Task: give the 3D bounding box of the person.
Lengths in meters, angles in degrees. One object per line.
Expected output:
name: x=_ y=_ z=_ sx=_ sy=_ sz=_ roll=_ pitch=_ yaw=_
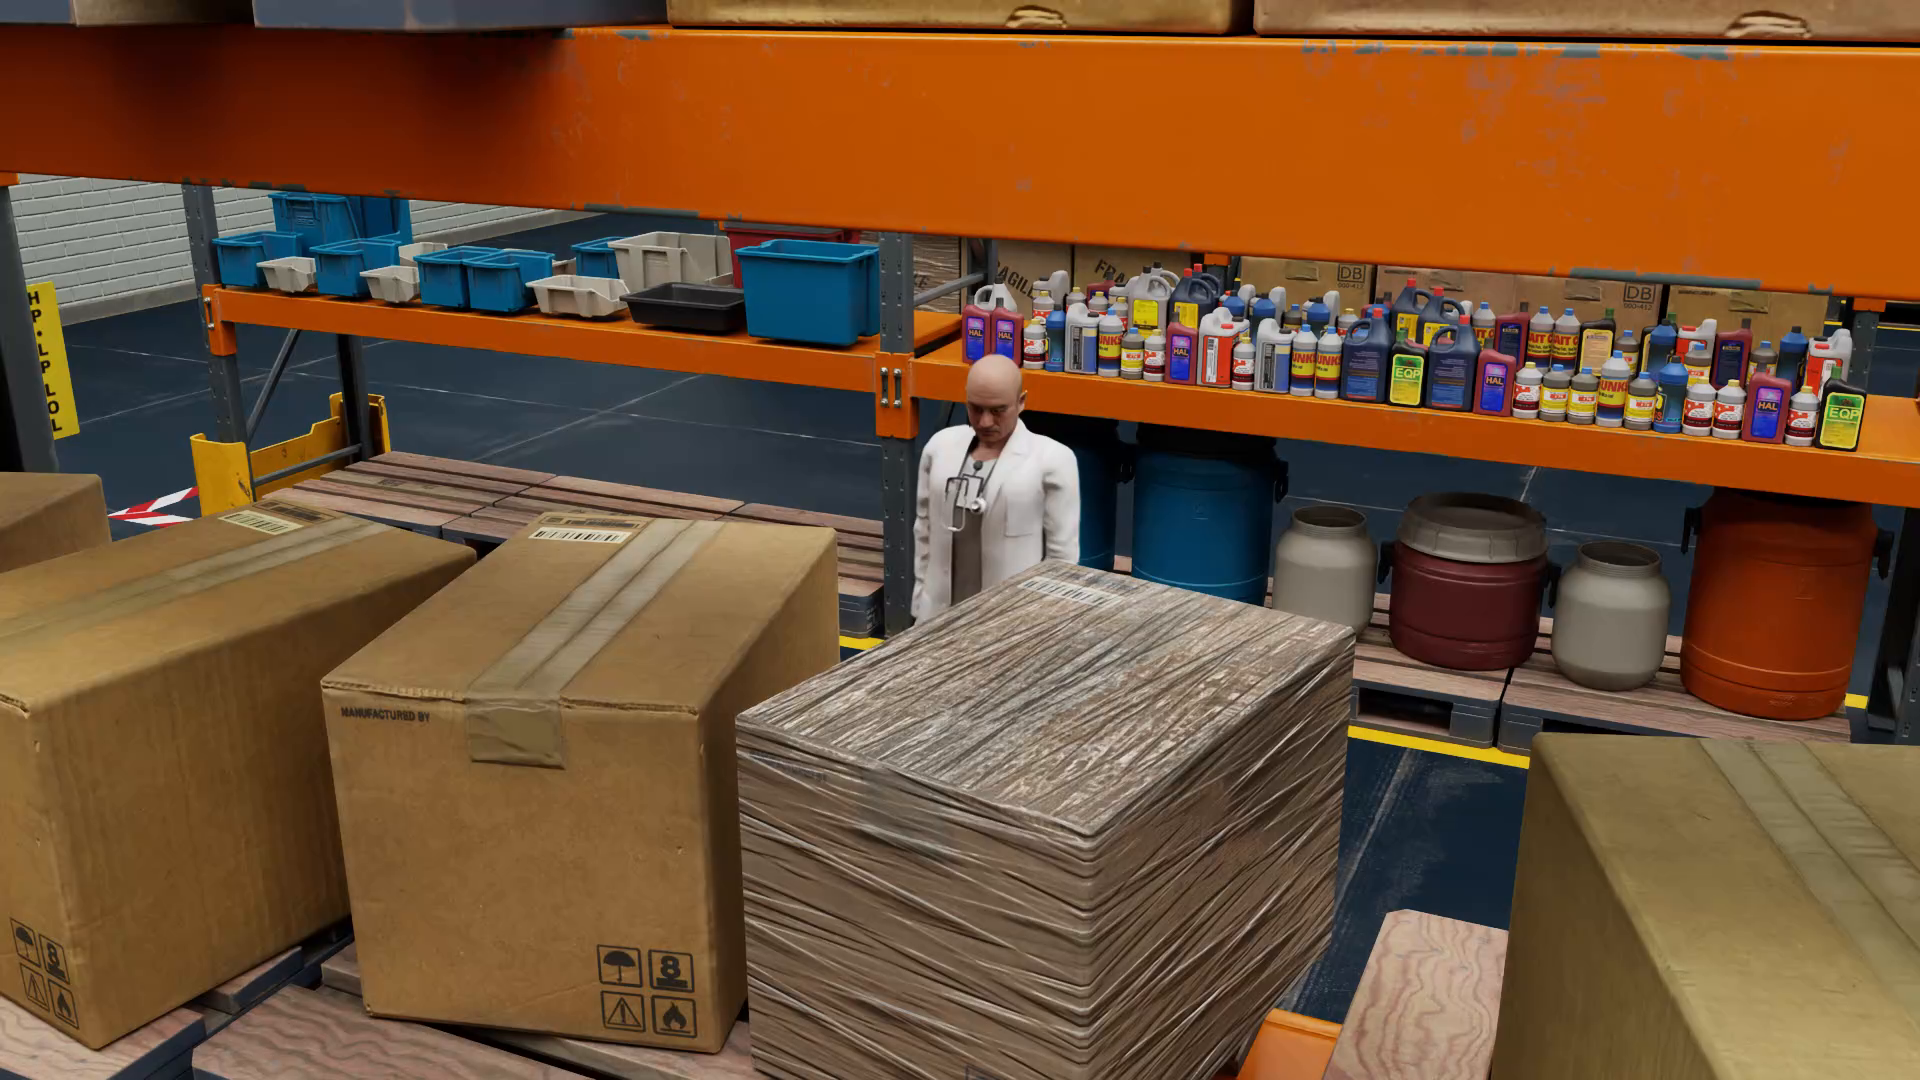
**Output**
person: x=0.094 y=0.291 z=5.251 sx=0.562 sy=1.778 sz=0.380 roll=9 pitch=21 yaw=24
